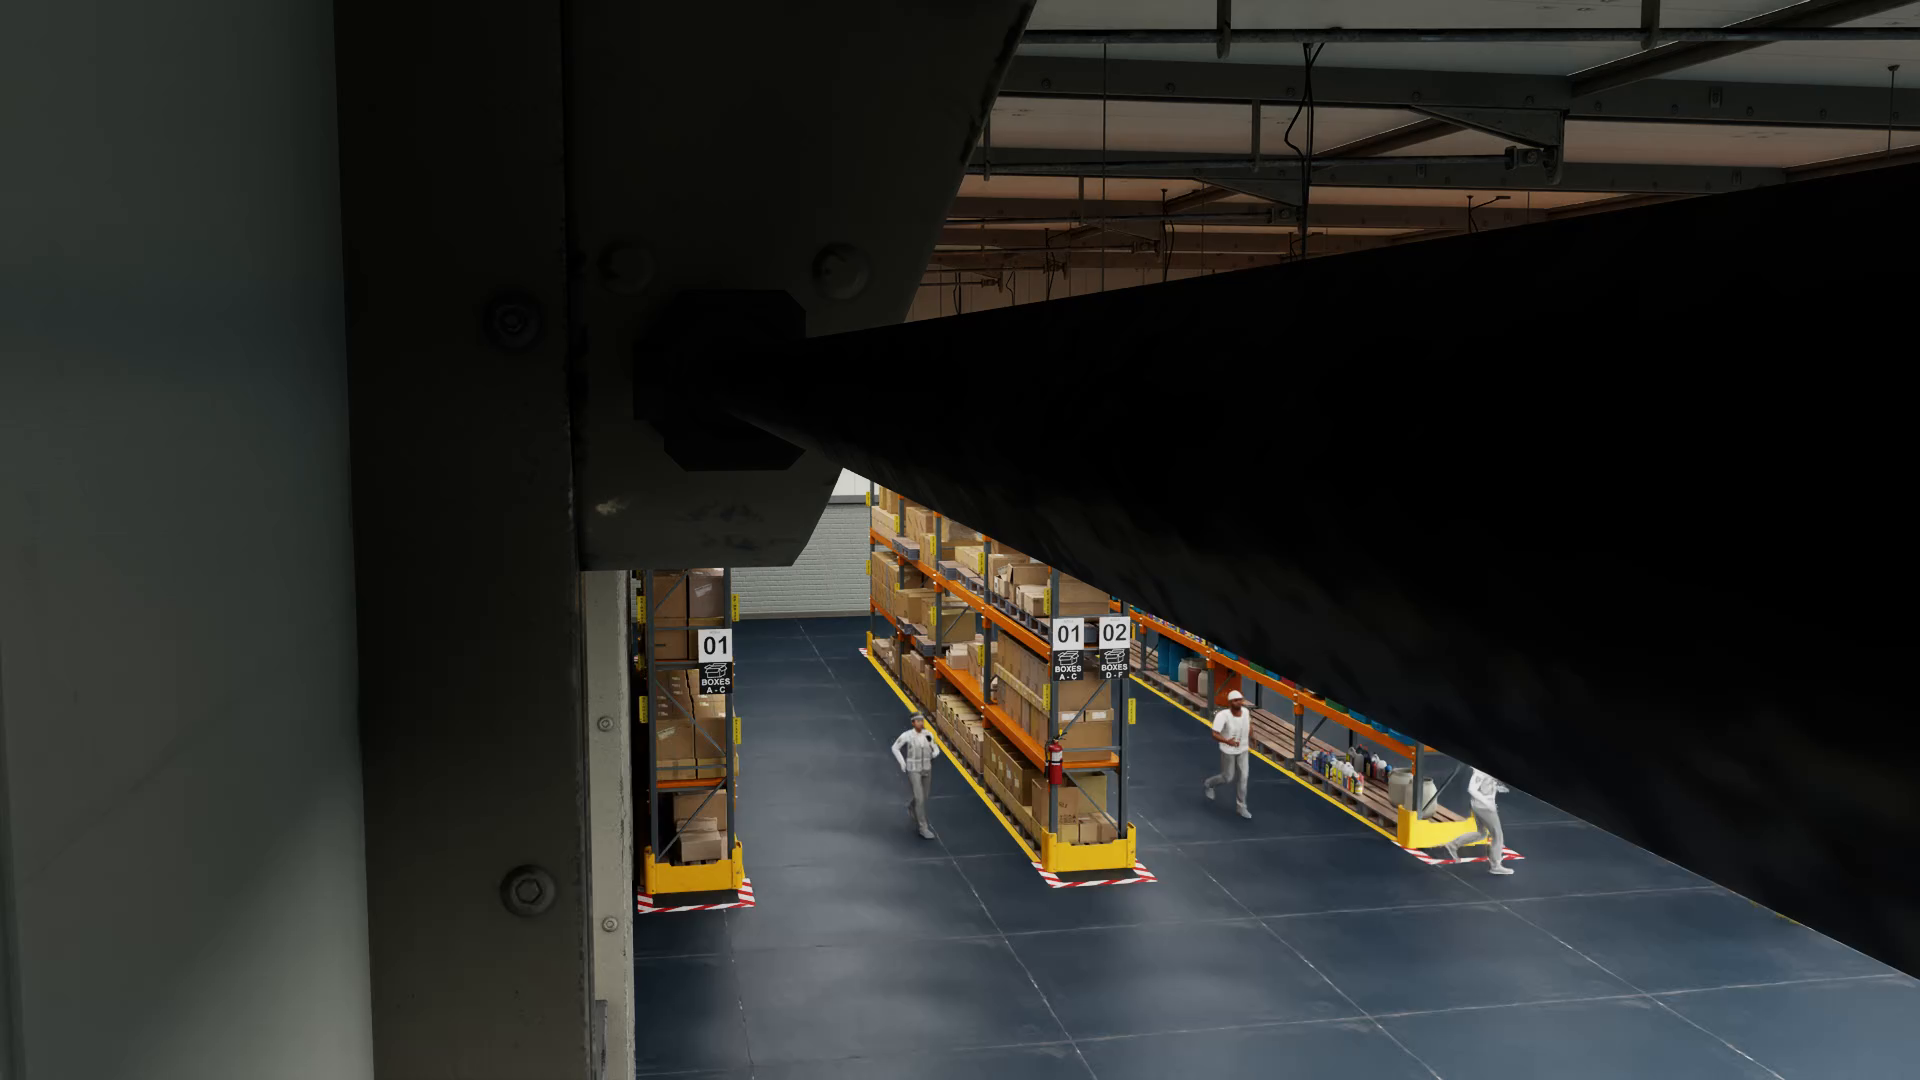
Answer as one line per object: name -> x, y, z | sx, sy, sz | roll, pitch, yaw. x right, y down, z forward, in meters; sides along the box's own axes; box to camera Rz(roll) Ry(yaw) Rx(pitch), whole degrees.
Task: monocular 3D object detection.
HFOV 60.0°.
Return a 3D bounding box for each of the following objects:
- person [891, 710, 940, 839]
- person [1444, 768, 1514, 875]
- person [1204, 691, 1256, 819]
person -> -0.569, 3.124, 22.557 | 0.618, 1.673, 0.927 | -3, 7, -29
person -> 6.520, 3.332, 20.753 | 0.800, 1.666, 0.626 | 1, 6, 12
person -> 3.873, 2.997, 23.635 | 0.708, 1.766, 0.934 | -3, 6, -23
